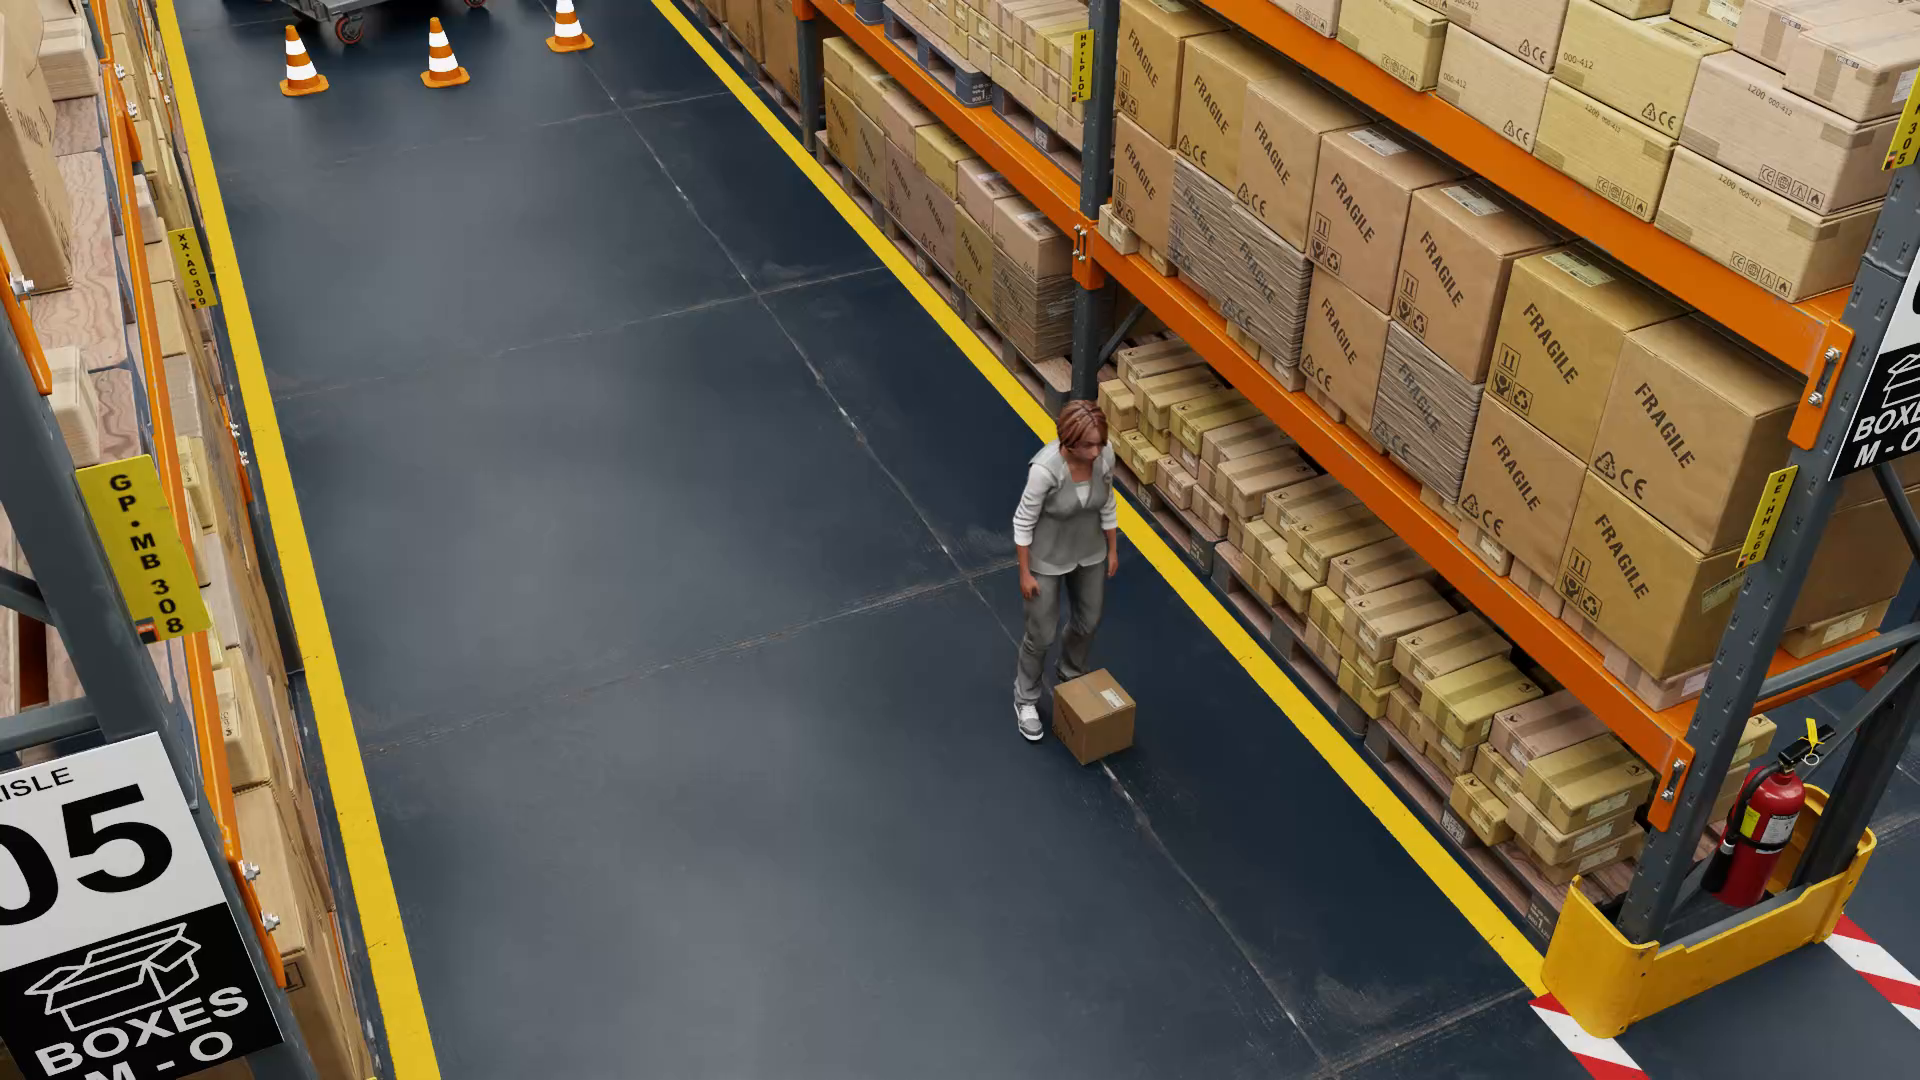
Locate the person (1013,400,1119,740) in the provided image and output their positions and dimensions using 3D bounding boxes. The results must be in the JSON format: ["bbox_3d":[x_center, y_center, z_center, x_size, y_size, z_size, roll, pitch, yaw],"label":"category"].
[{"bbox_3d":[0.430,0.090,6.745,0.463,1.594,0.343,-16,41,-20],"label":"person"}]
